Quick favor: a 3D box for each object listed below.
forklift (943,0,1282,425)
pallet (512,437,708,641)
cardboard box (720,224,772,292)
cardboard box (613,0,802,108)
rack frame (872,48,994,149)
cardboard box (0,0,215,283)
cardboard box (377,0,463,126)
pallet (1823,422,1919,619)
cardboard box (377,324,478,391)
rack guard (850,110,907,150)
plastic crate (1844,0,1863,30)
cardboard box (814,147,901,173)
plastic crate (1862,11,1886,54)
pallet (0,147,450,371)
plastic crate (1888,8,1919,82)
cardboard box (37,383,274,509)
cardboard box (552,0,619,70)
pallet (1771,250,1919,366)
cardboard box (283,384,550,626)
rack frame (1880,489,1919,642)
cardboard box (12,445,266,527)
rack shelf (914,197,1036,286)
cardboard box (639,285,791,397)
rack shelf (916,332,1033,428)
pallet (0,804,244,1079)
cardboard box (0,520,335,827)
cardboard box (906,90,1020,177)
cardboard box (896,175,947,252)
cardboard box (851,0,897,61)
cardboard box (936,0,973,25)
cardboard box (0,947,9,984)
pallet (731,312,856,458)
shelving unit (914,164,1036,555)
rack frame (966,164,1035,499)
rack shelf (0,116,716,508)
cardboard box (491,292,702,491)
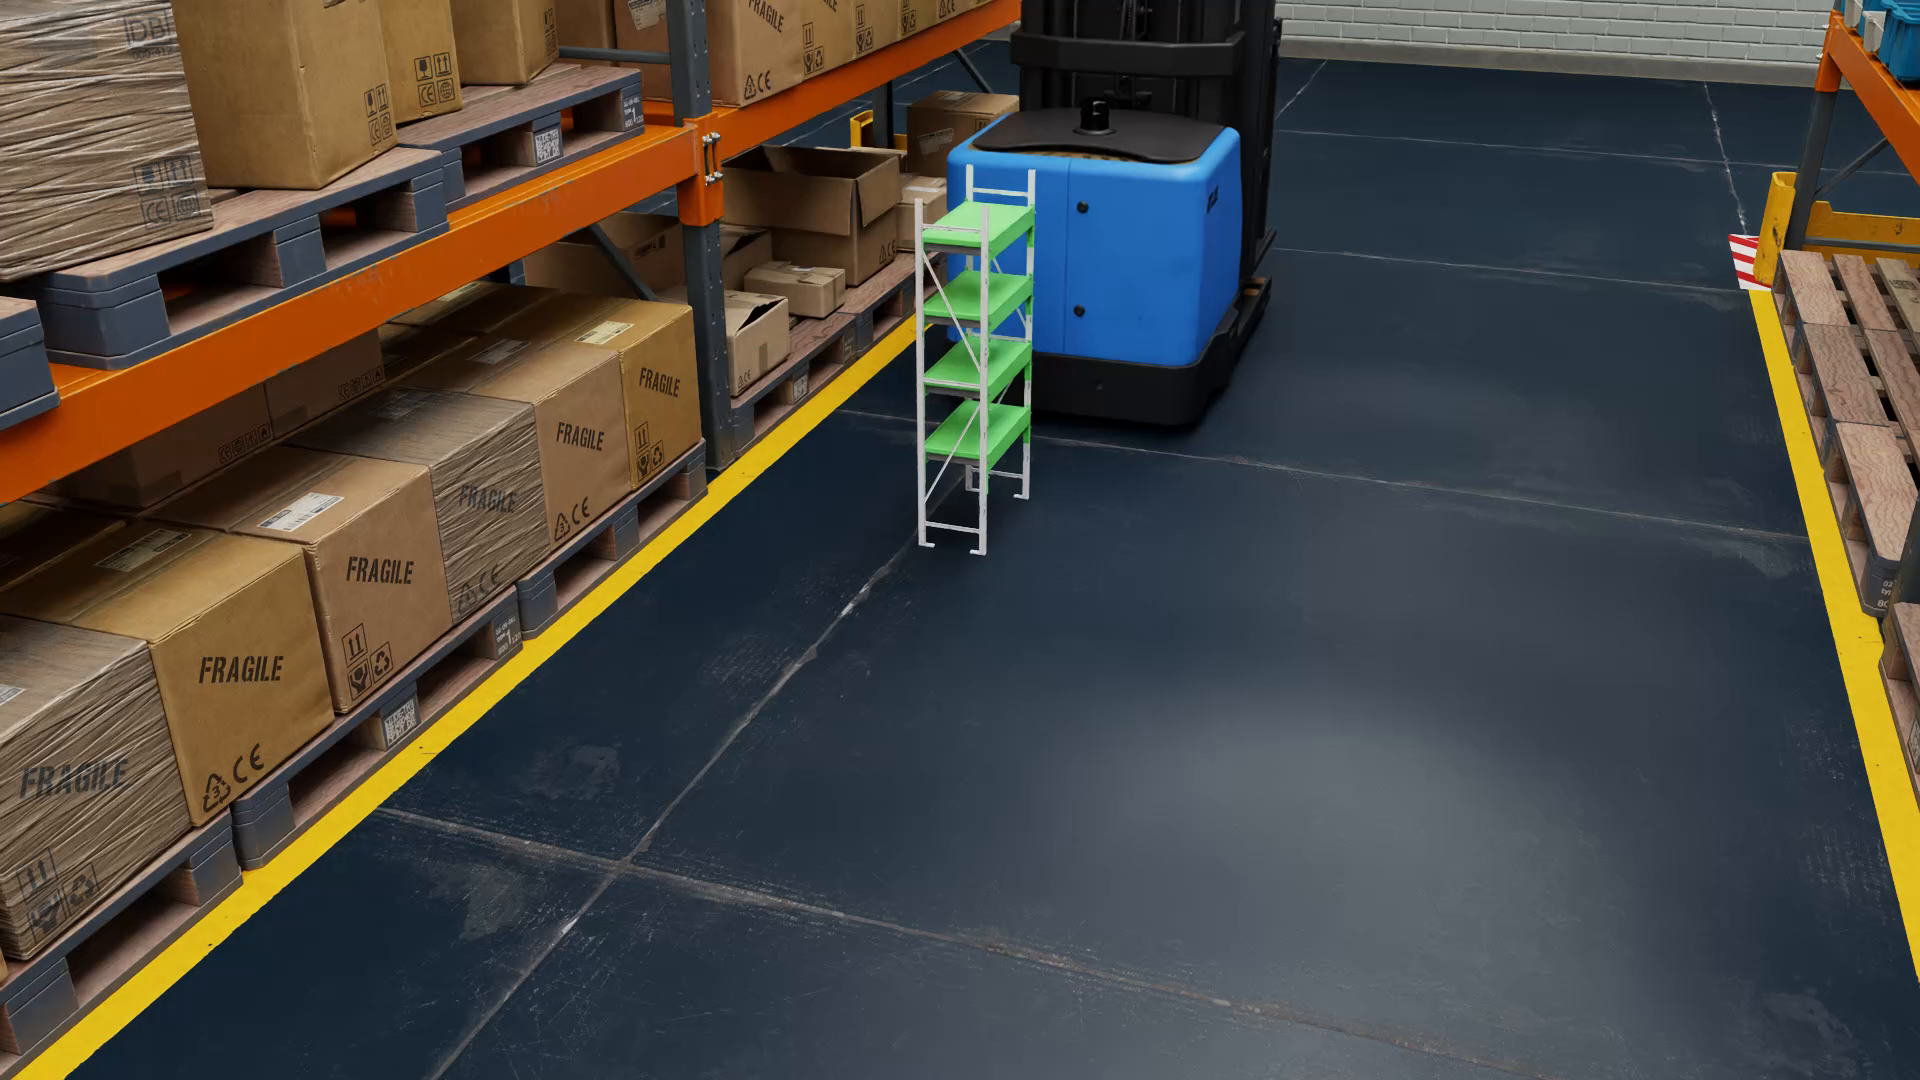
[{"bbox_3d":[0.873,-2.389,7.321,1.130,2.935,3.031,8,27,16],"label":"forklift"},{"bbox_3d":[-1.587,-0.101,5.716,1.003,0.211,1.213,9,27,17],"label":"pallet"},{"bbox_3d":[-1.180,-1.267,7.505,0.500,0.311,0.500,9,27,17],"label":"cardboard box"},{"bbox_3d":[-0.925,-1.910,6.139,0.500,0.500,0.500,9,27,19],"label":"cardboard box"},{"bbox_3d":[-0.021,-3.339,9.205,1.000,3.000,0.127,9,27,17],"label":"rack frame"},{"bbox_3d":[-2.095,-0.909,3.589,0.700,0.500,0.500,14,29,27],"label":"cardboard box"},{"bbox_3d":[-1.889,-1.476,4.759,0.700,0.500,0.500,13,29,26],"label":"cardboard box"},{"bbox_3d":[3.526,-0.028,5.566,1.003,0.211,1.213,9,27,17],"label":"pallet"},{"bbox_3d":[-1.910,-0.384,5.465,0.500,0.500,0.500,9,27,18],"label":"cardboard box"},{"bbox_3d":[-0.046,-2.183,9.685,1.175,0.500,0.348,9,27,17],"label":"rack guard"},{"bbox_3d":[4.072,-2.354,7.404,0.250,0.136,0.298,9,27,17],"label":"plastic crate"},{"bbox_3d":[-0.636,-1.912,8.907,0.500,0.250,0.500,9,27,17],"label":"cardboard box"},{"bbox_3d":[3.846,-2.075,6.828,0.250,0.136,0.298,9,27,17],"label":"plastic crate"},{"bbox_3d":[-2.040,-0.765,4.109,1.003,0.211,1.213,9,27,17],"label":"pallet"},{"bbox_3d":[3.718,-1.853,6.258,0.416,0.233,0.300,9,27,17],"label":"plastic crate"},{"bbox_3d":[-2.242,-0.325,4.483,0.500,0.250,0.500,8,27,16],"label":"cardboard box"},{"bbox_3d":[-1.428,-1.983,6.289,0.500,0.500,0.500,9,27,18],"label":"cardboard box"},{"bbox_3d":[4.338,-1.031,7.637,1.003,0.211,1.213,9,27,17],"label":"pallet"},{"bbox_3d":[-1.586,-0.116,4.911,0.500,0.500,0.500,9,27,18],"label":"cardboard box"},{"bbox_3d":[3.318,-0.976,4.323,1.000,3.000,0.127,9,27,17],"label":"rack frame"},{"bbox_3d":[-2.252,0.028,4.614,0.500,0.500,0.500,8,27,15],"label":"cardboard box"},{"bbox_3d":[0.055,-0.983,5.448,0.258,0.148,0.480,9,27,17],"label":"rack shelf"},{"bbox_3d":[-1.008,-0.824,6.591,0.500,0.311,0.500,9,27,17],"label":"cardboard box"},{"bbox_3d":[0.055,-0.551,5.657,0.258,0.148,0.480,9,27,17],"label":"rack shelf"},{"bbox_3d":[-2.399,0.902,3.645,1.003,0.211,1.213,9,27,17],"label":"pallet"},{"bbox_3d":[-1.921,0.308,4.035,0.500,0.500,0.500,8,27,17],"label":"cardboard box"},{"bbox_3d":[0.031,-2.153,9.118,0.500,0.500,0.500,9,27,17],"label":"cardboard box"},{"bbox_3d":[-0.314,-1.655,8.376,0.500,0.250,0.500,9,27,17],"label":"cardboard box"},{"bbox_3d":[-0.589,-2.327,6.998,0.500,0.500,0.500,9,27,17],"label":"cardboard box"},{"bbox_3d":[-0.254,-2.743,7.858,0.500,0.500,0.500,9,27,18],"label":"cardboard box"},{"bbox_3d":[-2.262,0.730,3.164,0.500,0.500,0.500,10,28,20],"label":"cardboard box"},{"bbox_3d":[-1.122,-0.722,7.000,1.003,0.211,1.213,9,27,17],"label":"pallet"},{"bbox_3d":[0.055,-0.608,5.629,0.258,1.200,0.503,9,27,17],"label":"shelving unit"},{"bbox_3d":[0.136,-0.708,5.836,0.240,1.200,0.015,9,27,17],"label":"rack frame"},{"bbox_3d":[-2.017,-0.550,4.269,1.077,0.370,4.000,9,27,17],"label":"rack shelf"},{"bbox_3d":[-1.246,-0.524,5.754,0.500,0.500,0.500,9,27,17],"label":"cardboard box"}]
